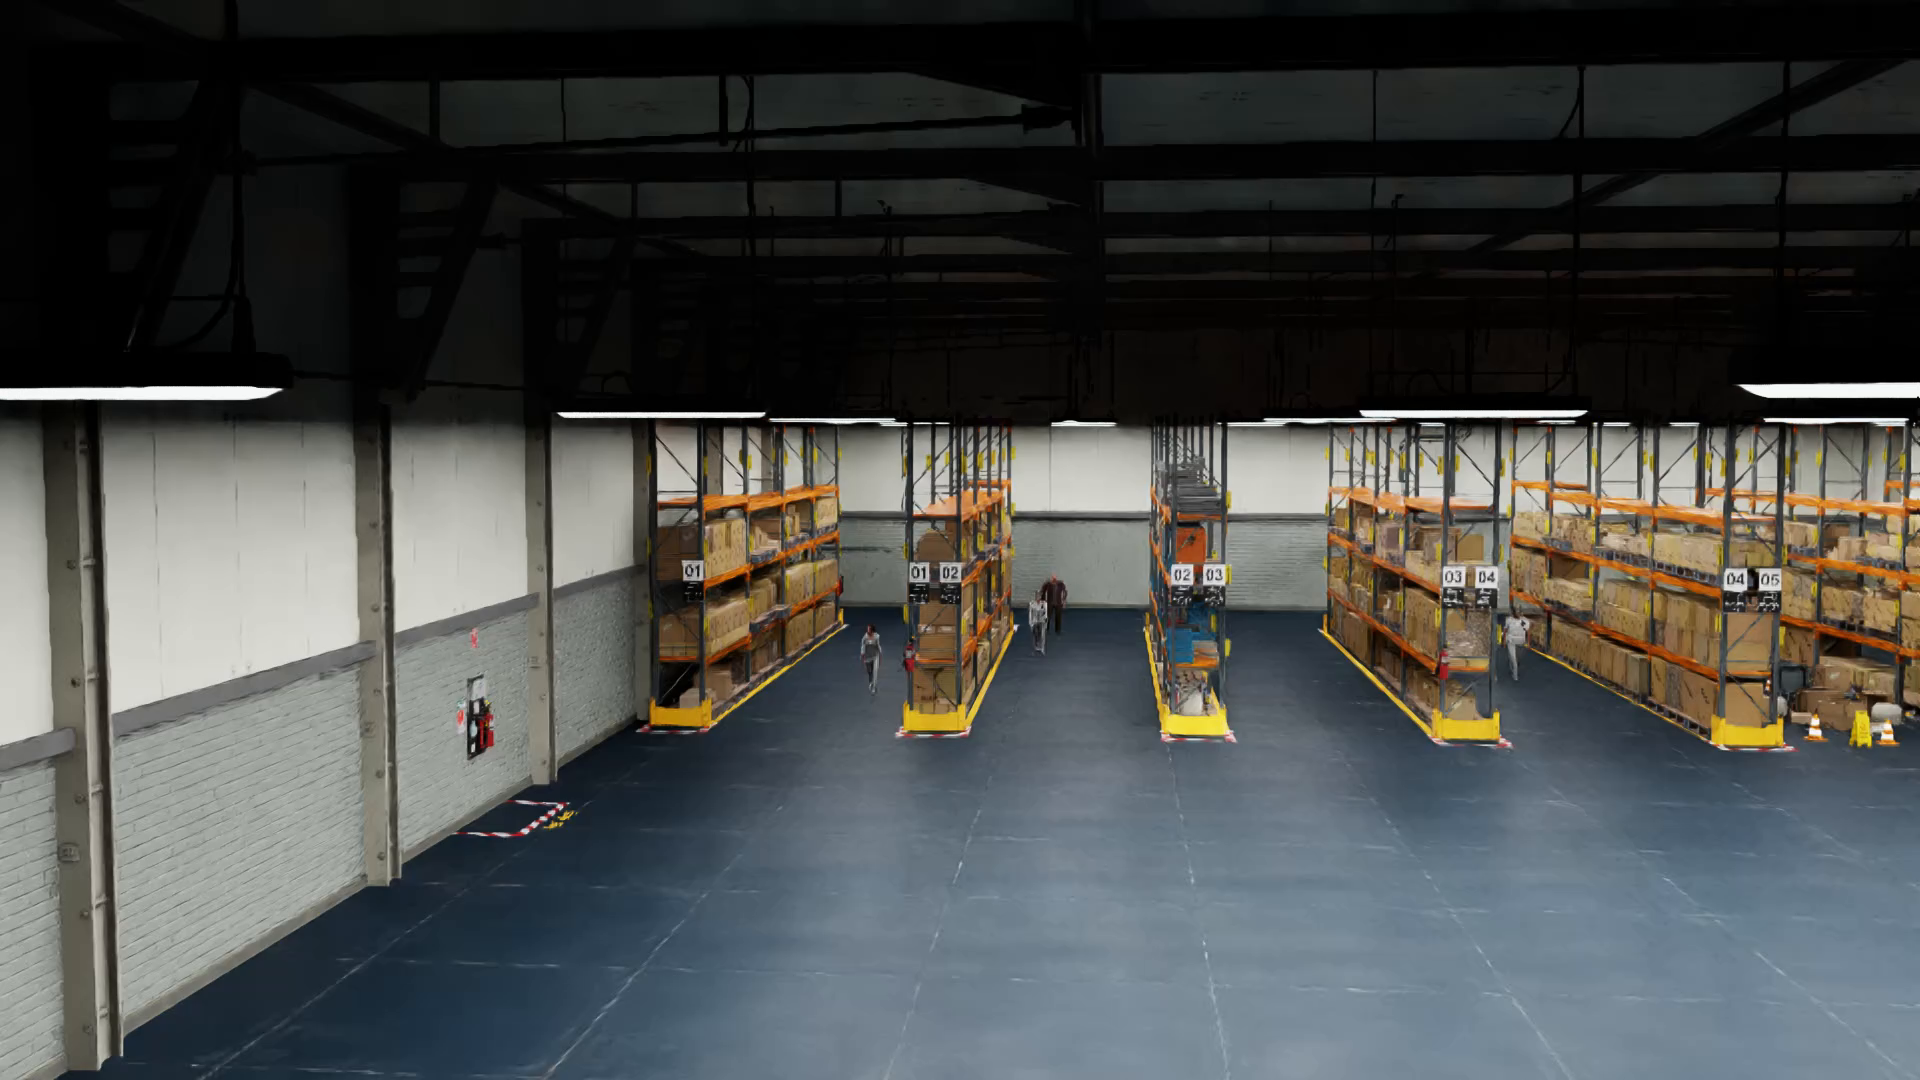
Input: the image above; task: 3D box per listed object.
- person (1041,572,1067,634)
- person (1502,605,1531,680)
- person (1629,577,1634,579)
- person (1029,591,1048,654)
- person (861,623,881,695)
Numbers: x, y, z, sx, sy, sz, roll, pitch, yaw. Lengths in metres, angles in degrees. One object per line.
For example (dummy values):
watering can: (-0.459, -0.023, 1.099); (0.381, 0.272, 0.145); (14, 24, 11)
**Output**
person: (2.606, 1.749, 46.292); (0.729, 1.733, 0.546); (0, 4, 3)
person: (12.689, 2.314, 37.861); (0.554, 1.712, 1.040); (0, 4, 4)
person: (17.840, 1.853, 44.225); (0.597, 1.763, 0.690); (2, 4, 24)
person: (1.990, 2.068, 42.241); (0.495, 1.589, 1.086); (0, 4, 7)
person: (-1.921, 2.535, 35.874); (0.417, 1.515, 1.037); (0, 4, 7)
